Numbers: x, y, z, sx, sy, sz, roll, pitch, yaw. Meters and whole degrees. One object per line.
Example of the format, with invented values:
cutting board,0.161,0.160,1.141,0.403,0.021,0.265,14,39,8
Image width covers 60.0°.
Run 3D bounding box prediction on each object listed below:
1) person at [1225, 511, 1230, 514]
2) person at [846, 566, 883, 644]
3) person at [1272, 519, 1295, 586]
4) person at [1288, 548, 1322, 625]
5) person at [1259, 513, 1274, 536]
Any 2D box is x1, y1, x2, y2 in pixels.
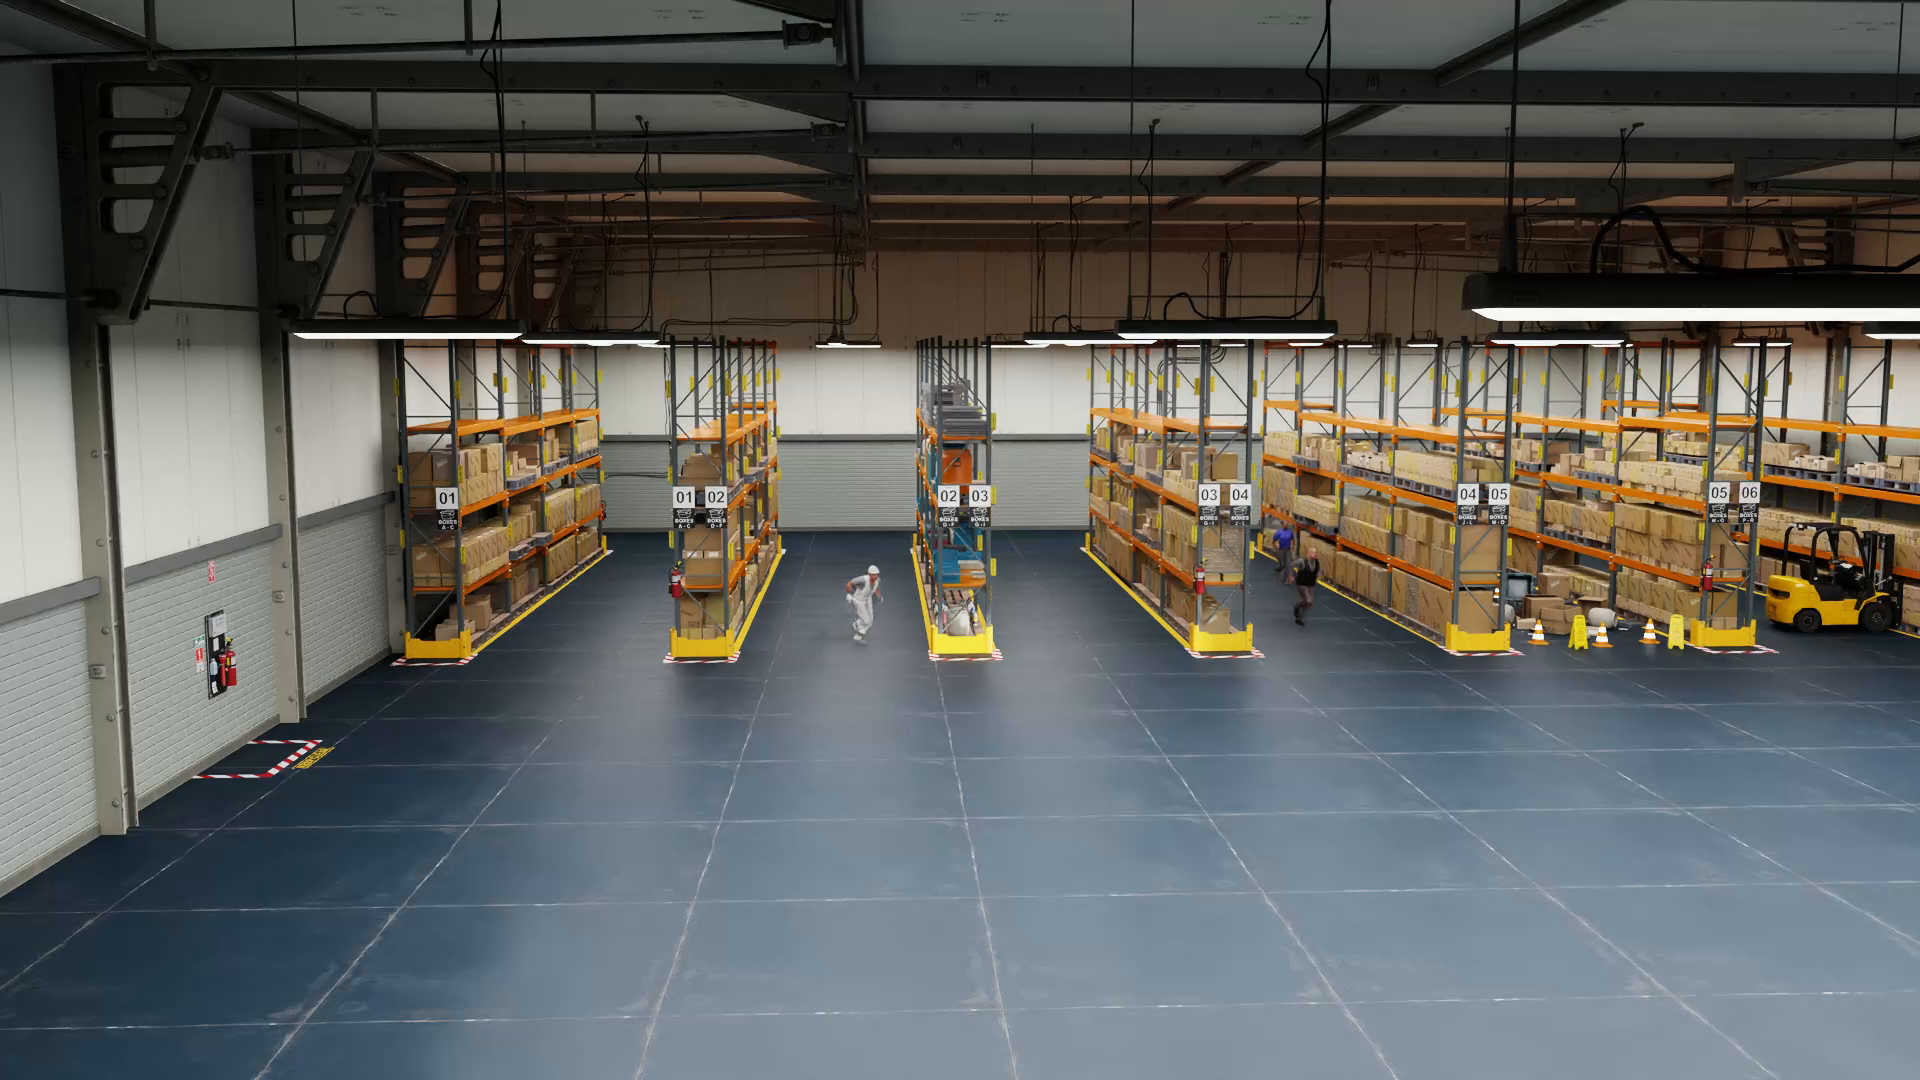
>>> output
person,7.416,-0.396,47.463,0.752,1.541,0.907,3,7,23
person,-1.864,1.268,32.371,0.694,1.589,0.827,-5,8,-40
person,7.954,0.305,40.832,0.585,1.610,0.604,-1,7,-7
person,7.250,0.971,34.705,0.645,1.647,0.737,-3,7,-27
person,9.037,-0.638,48.858,0.548,1.659,0.613,-2,7,-18
